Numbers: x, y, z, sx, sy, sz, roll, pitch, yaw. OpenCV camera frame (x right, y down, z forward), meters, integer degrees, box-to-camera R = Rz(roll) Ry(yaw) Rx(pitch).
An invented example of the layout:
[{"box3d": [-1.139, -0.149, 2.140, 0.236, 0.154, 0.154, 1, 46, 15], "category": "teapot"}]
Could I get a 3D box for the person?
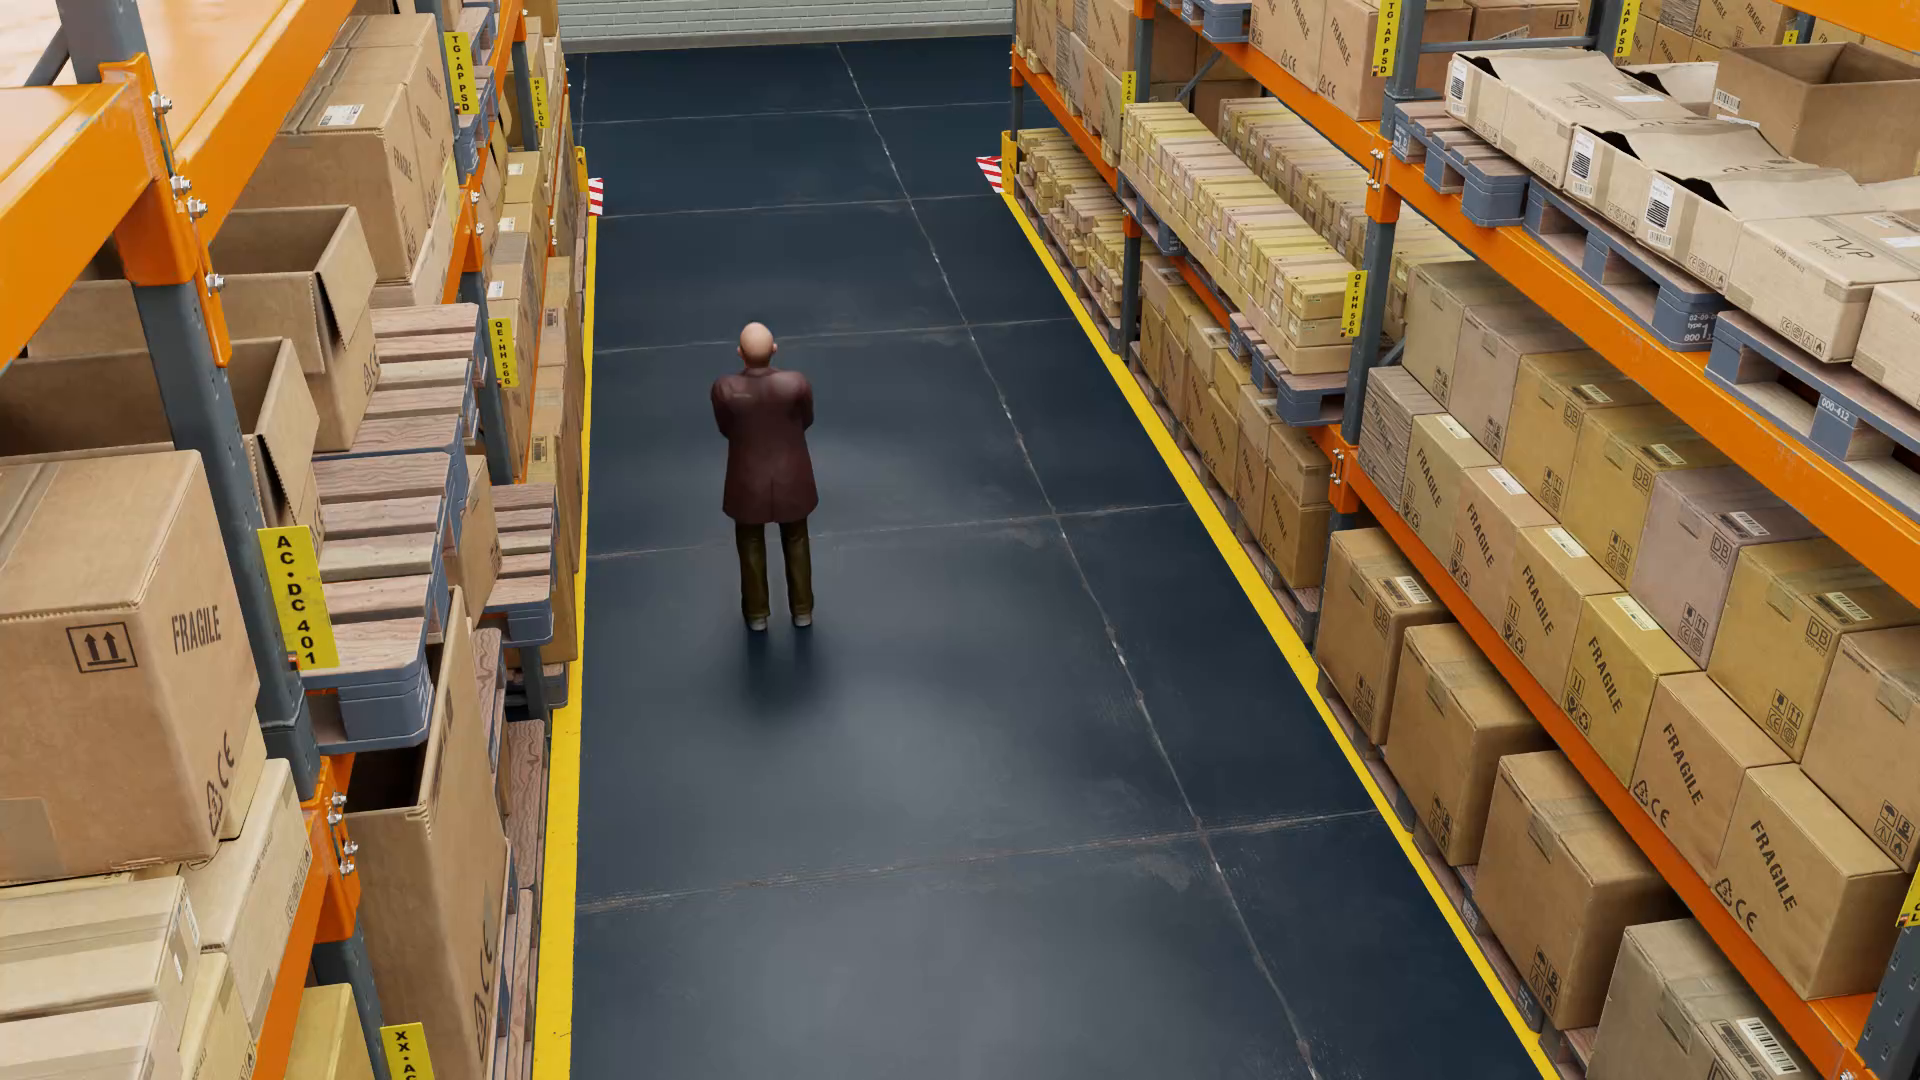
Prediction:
[{"box3d": [-1.028, -0.393, 8.835, 0.529, 1.770, 0.563, -5, 31, -8], "category": "person"}]
